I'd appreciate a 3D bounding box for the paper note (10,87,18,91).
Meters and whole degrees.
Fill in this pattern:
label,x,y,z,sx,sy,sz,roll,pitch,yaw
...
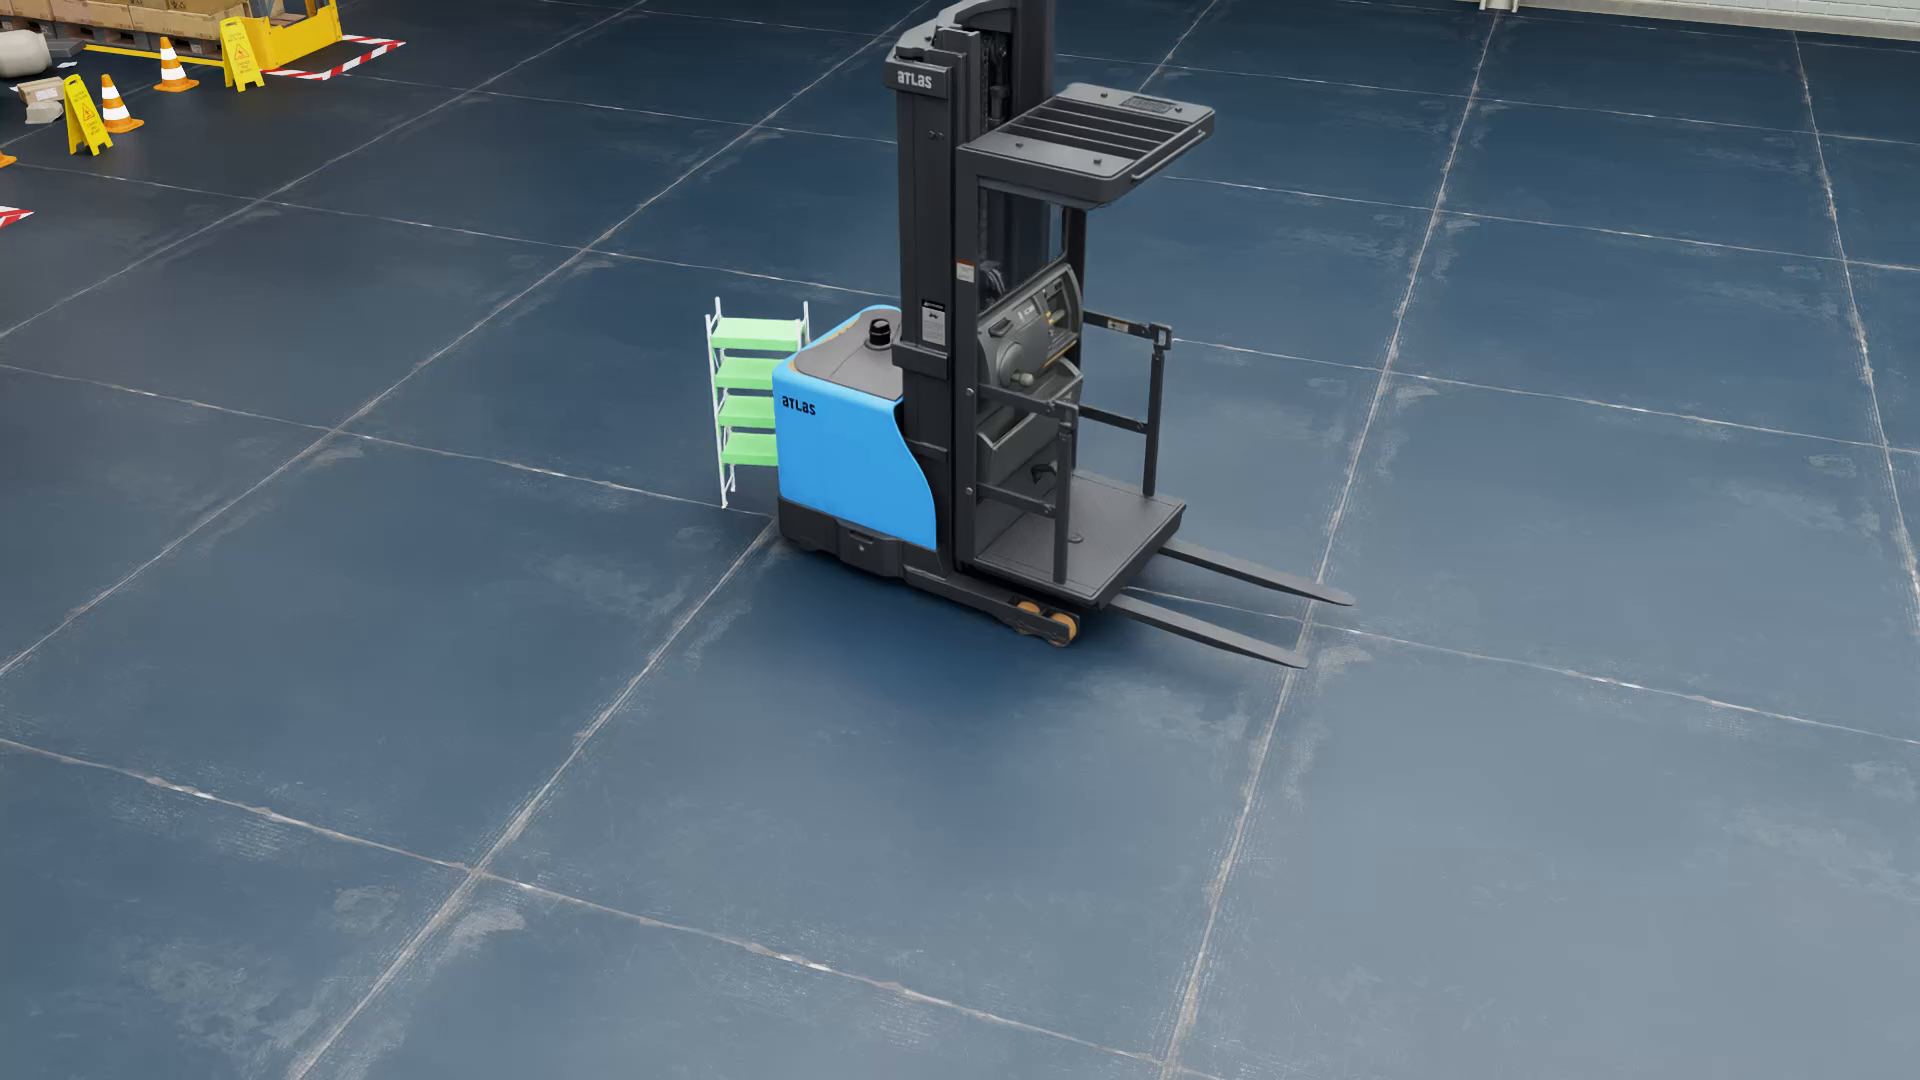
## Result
label,x,y,z,sx,sy,sz,roll,pitch,yaw
paper note,-8.992,-4.336,15.917,0.142,0.019,0.148,24,40,32

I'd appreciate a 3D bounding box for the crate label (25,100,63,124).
label,x,y,z,sx,sy,sz,roll,pitch,yaw
crate label,-8.337,-3.901,15.133,0.298,0.136,0.250,-6,33,-9

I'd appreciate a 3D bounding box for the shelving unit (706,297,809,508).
label,x,y,z,sx,sy,sz,roll,pitch,yaw
shelving unit,-1.091,-0.739,9.256,0.503,1.200,0.258,3,33,5

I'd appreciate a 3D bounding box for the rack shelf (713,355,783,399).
label,x,y,z,sx,sy,sz,roll,pitch,yaw
rack shelf,-1.091,-0.887,9.160,0.480,0.148,0.258,3,33,5

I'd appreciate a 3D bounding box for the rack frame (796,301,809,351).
label,x,y,z,sx,sy,sz,roll,pitch,yaw
rack frame,-0.848,-0.724,9.233,0.015,1.200,0.240,3,33,5

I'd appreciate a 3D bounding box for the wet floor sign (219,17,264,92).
label,x,y,z,sx,sy,sz,roll,pitch,yaw
wet floor sign,-6.864,-4.630,15.794,0.232,0.644,0.267,24,40,32

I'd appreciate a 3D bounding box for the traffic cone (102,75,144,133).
label,x,y,z,sx,sy,sz,roll,pitch,yaw
traffic cone,-7.576,-3.925,14.871,0.334,0.463,0.336,11,34,16

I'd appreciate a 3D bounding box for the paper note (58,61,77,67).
label,x,y,z,sx,sy,sz,roll,pitch,yaw
paper note,-8.863,-4.723,16.505,0.148,0.019,0.142,0,33,0

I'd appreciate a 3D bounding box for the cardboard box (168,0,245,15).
label,x,y,z,sx,sy,sz,roll,pitch,yaw
cardboard box,-7.524,-5.550,16.505,0.500,0.500,0.500,11,35,17

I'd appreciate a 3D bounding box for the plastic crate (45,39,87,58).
label,x,y,z,sx,sy,sz,roll,pitch,yaw
plastic crate,-9.246,-4.999,16.888,0.583,0.080,0.402,0,33,0

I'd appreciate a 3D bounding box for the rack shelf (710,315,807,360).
label,x,y,z,sx,sy,sz,roll,pitch,yaw
rack shelf,-1.091,-1.088,9.030,0.480,0.148,0.258,3,33,5

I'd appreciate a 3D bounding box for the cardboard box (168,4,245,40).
label,x,y,z,sx,sy,sz,roll,pitch,yaw
cardboard box,-7.556,-5.236,16.710,0.500,0.250,0.500,11,34,16

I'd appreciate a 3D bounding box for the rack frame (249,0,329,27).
label,x,y,z,sx,sy,sz,roll,pitch,yaw
rack frame,-6.682,-6.200,16.055,0.127,3.000,1.000,11,34,16

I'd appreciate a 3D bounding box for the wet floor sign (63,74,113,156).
label,x,y,z,sx,sy,sz,roll,pitch,yaw
wet floor sign,-7.562,-3.671,14.308,0.232,0.644,0.267,5,33,8

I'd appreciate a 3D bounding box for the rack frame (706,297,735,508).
label,x,y,z,sx,sy,sz,roll,pitch,yaw
rack frame,-1.333,-0.753,9.279,0.015,1.200,0.240,3,33,5

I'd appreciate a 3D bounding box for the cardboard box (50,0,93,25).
label,x,y,z,sx,sy,sz,roll,pitch,yaw
cardboard box,-8.976,-5.520,17.150,0.500,0.250,0.500,11,34,16

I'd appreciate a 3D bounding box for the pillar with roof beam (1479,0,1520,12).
label,x,y,z,sx,sy,sz,roll,pitch,yaw
pillar with roof beam,4.482,-7.449,12.459,0.400,9.000,9.100,11,34,16

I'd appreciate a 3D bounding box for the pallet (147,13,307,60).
label,x,y,z,sx,sy,sz,roll,pitch,yaw
pallet,-7.506,-5.209,17.092,1.213,0.211,1.003,11,34,16

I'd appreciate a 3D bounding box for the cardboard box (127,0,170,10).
label,x,y,z,sx,sy,sz,roll,pitch,yaw
cardboard box,-8.017,-5.644,16.650,0.500,0.500,0.500,12,35,18

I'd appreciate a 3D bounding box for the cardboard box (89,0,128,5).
label,x,y,z,sx,sy,sz,roll,pitch,yaw
cardboard box,-8.489,-5.739,16.799,0.500,0.500,0.500,10,34,15

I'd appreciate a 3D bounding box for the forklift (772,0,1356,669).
label,x,y,z,sx,sy,sz,roll,pitch,yaw
forklift,0.527,-1.023,8.101,3.031,2.935,1.130,19,37,26

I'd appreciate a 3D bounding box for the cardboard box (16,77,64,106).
label,x,y,z,sx,sy,sz,roll,pitch,yaw
cardboard box,-8.597,-4.211,15.602,0.380,0.149,0.250,-25,40,-33

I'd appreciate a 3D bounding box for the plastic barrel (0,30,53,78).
label,x,y,z,sx,sy,sz,roll,pitch,yaw
plastic barrel,-9.137,-4.723,16.142,0.512,0.421,0.421,-18,37,-25

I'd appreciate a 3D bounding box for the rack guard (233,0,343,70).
label,x,y,z,sx,sy,sz,roll,pitch,yaw
rack guard,-6.754,-5.164,16.755,0.348,0.500,1.175,11,34,16

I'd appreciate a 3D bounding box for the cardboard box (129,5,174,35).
label,x,y,z,sx,sy,sz,roll,pitch,yaw
cardboard box,-8.019,-5.331,16.857,0.500,0.250,0.500,11,34,17

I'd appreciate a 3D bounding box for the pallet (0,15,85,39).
label,x,y,z,sx,sy,sz,roll,pitch,yaw
pallet,-9.803,-5.656,17.783,1.213,0.211,1.003,11,34,16

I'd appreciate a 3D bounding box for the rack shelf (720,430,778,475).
label,x,y,z,sx,sy,sz,roll,pitch,yaw
rack shelf,-1.091,-0.483,9.421,0.480,0.148,0.258,3,33,5

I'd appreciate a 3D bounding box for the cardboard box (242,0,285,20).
label,x,y,z,sx,sy,sz,roll,pitch,yaw
cardboard box,-7.348,-5.510,17.135,0.500,0.250,0.500,11,34,16

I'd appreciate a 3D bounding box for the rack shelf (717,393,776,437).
label,x,y,z,sx,sy,sz,roll,pitch,yaw
rack shelf,-1.091,-0.685,9.291,0.480,0.148,0.258,3,33,5

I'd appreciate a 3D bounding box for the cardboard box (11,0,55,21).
label,x,y,z,sx,sy,sz,roll,pitch,yaw
cardboard box,-9.477,-5.616,17.298,0.500,0.250,0.500,13,35,19

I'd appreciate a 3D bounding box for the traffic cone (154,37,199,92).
label,x,y,z,sx,sy,sz,roll,pitch,yaw
traffic cone,-7.522,-4.554,15.845,0.334,0.463,0.336,11,34,16

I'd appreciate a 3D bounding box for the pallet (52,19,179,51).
label,x,y,z,sx,sy,sz,roll,pitch,yaw
pallet,-8.651,-5.433,17.439,1.213,0.211,1.003,11,34,16
